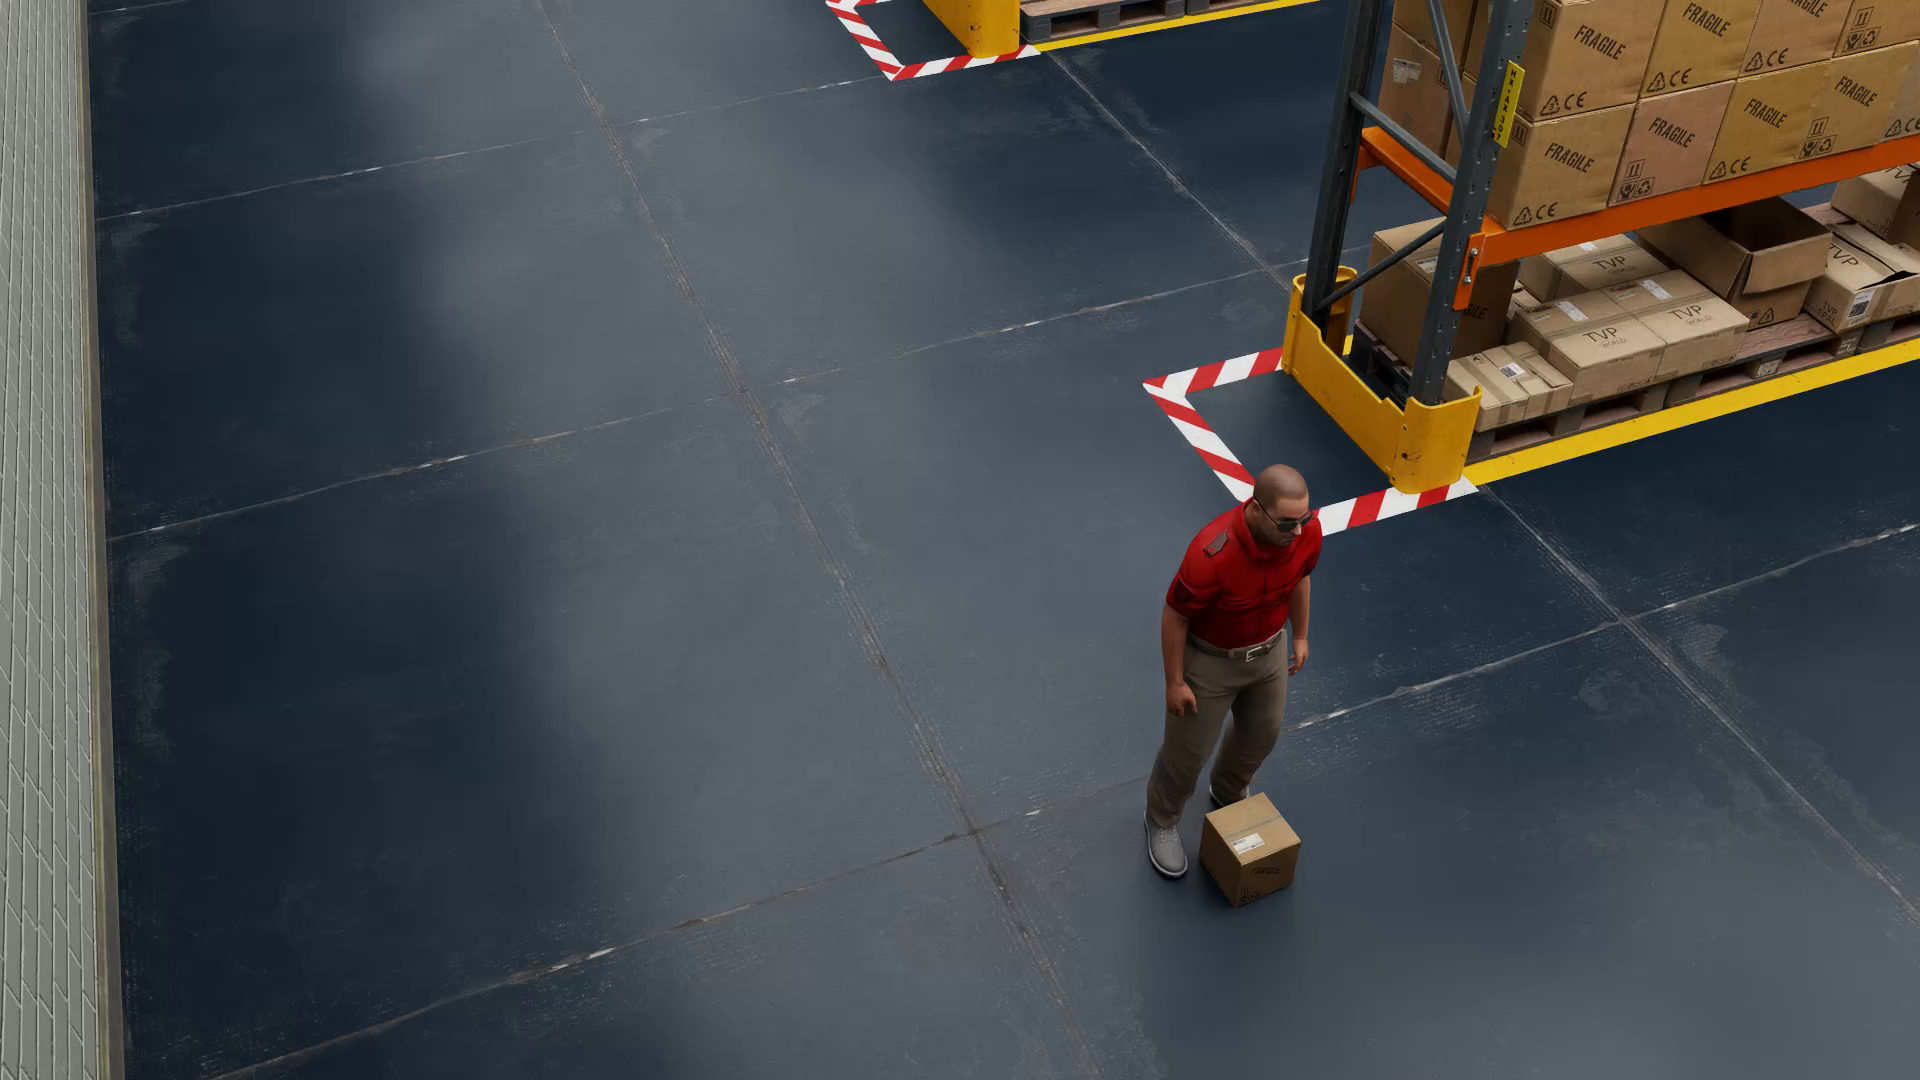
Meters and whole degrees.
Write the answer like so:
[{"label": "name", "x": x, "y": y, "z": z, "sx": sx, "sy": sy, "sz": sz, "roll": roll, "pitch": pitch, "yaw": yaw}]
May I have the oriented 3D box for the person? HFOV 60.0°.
[{"label": "person", "x": 0.941, "y": 0.411, "z": 5.705, "sx": 0.605, "sy": 1.726, "sz": 0.393, "roll": -18, "pitch": 45, "yaw": -19}]
